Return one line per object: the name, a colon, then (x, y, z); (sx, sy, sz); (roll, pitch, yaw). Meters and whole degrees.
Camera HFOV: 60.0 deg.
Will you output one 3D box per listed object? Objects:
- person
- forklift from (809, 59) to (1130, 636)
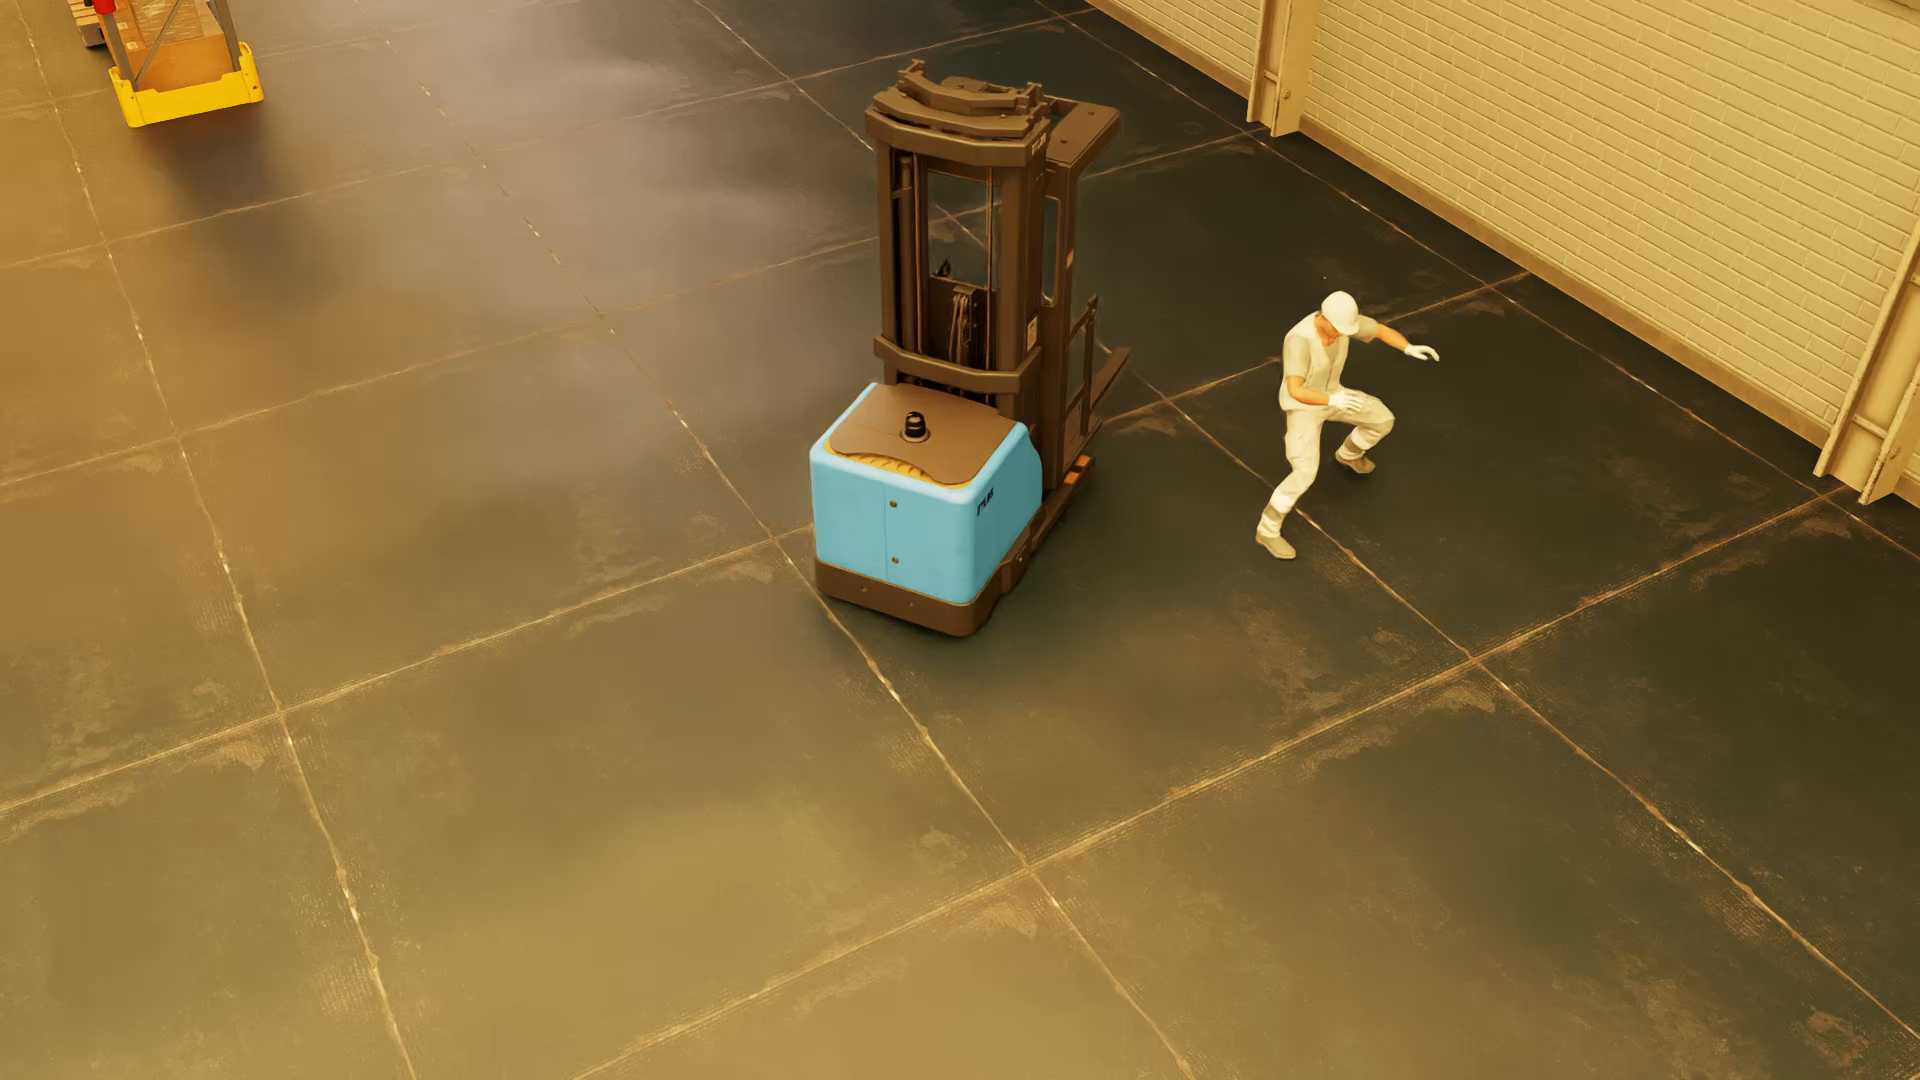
person: (2.277, -0.807, 10.090); (1.136, 1.548, 0.711); (-23, 45, -25)
forklift: (0.230, -1.512, 9.859); (1.130, 2.935, 3.031); (17, 43, 19)
